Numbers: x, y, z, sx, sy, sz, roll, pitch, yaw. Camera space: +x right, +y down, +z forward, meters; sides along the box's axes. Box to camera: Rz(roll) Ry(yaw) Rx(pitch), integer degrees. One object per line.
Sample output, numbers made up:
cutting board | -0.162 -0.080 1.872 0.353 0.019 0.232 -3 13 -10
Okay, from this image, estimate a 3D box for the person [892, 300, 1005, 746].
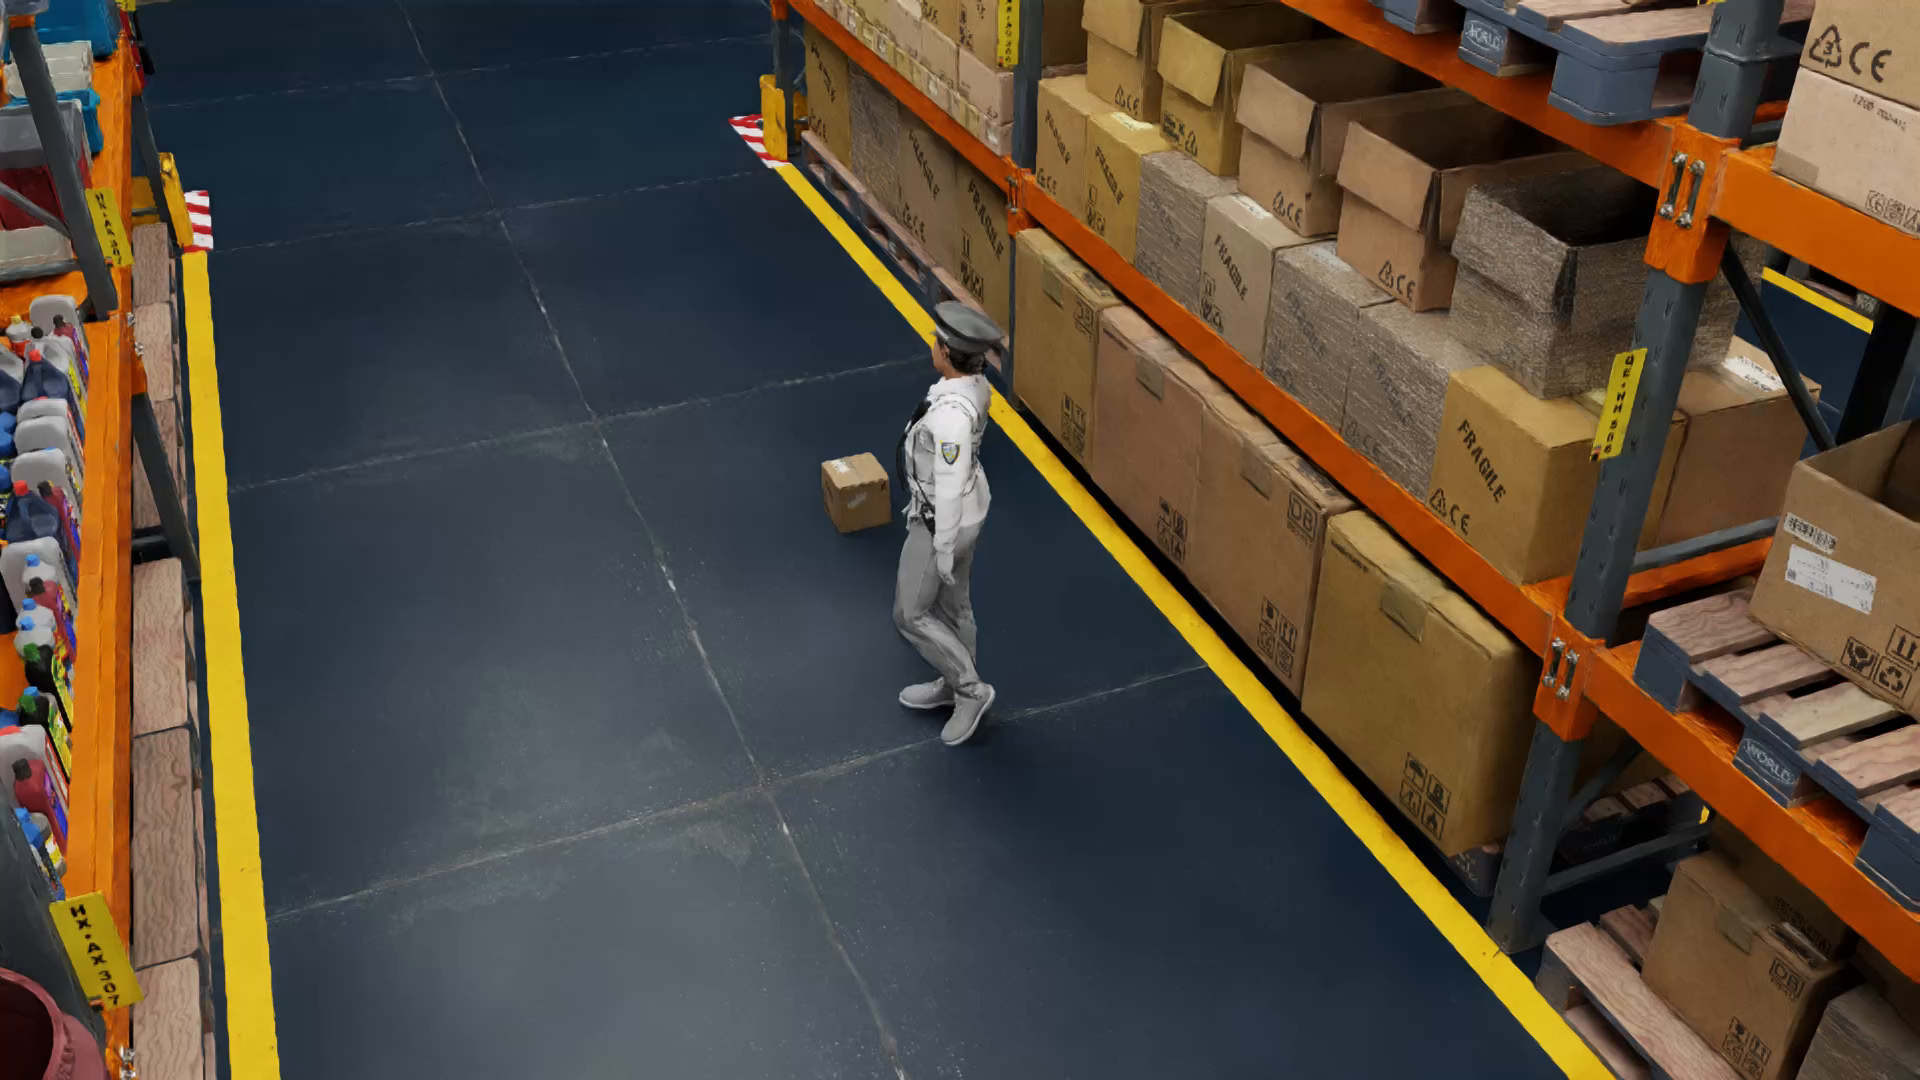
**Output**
person | -0.041 -0.050 6.202 0.417 1.675 0.568 6 34 9
